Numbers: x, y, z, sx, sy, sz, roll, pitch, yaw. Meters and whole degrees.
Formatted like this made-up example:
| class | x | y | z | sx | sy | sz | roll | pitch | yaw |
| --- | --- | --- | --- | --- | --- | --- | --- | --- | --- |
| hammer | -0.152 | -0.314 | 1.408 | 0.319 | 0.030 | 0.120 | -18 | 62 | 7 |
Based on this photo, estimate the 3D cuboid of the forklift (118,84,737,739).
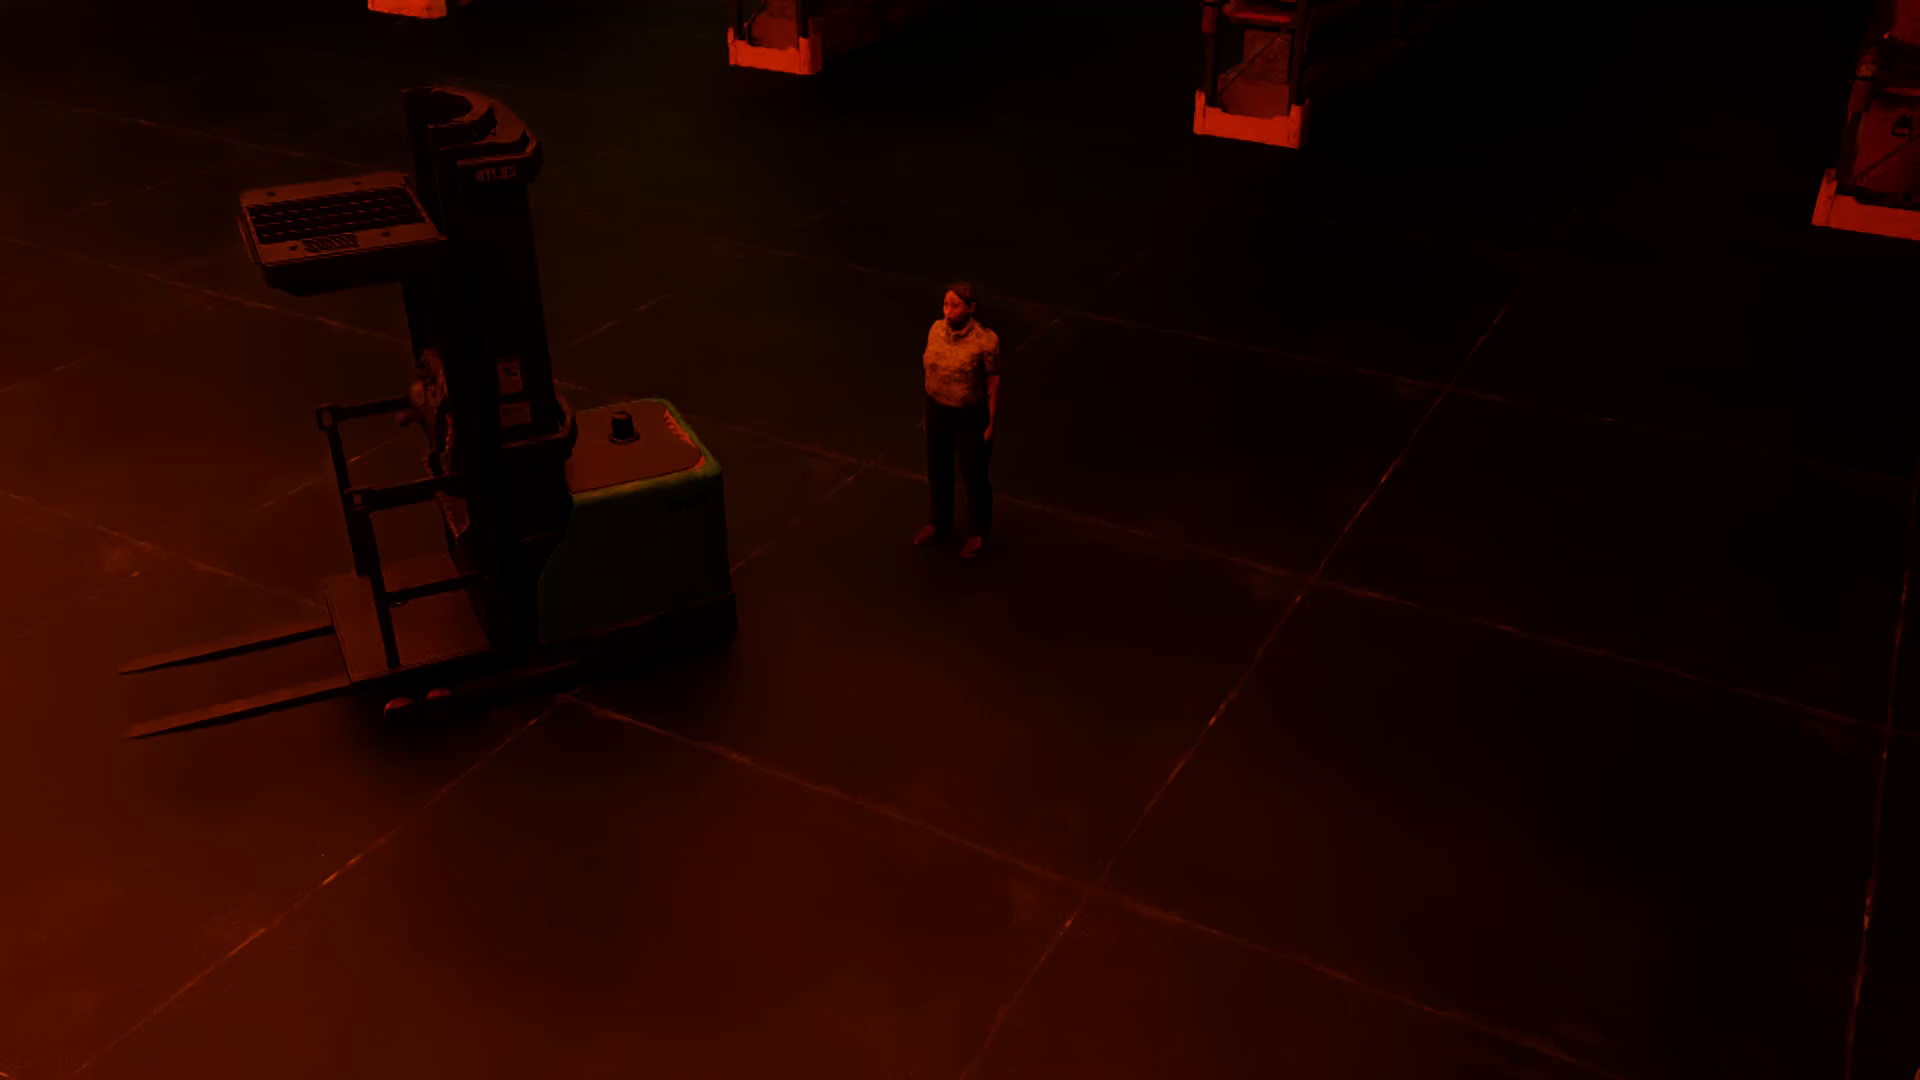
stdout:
| class | x | y | z | sx | sy | sz | roll | pitch | yaw |
| --- | --- | --- | --- | --- | --- | --- | --- | --- | --- |
| forklift | -2.769 | -0.614 | 8.135 | 3.031 | 2.935 | 1.130 | -14 | 33 | -22 |

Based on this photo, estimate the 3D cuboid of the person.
| class | x | y | z | sx | sy | sz | roll | pitch | yaw |
| --- | --- | --- | --- | --- | --- | --- | --- | --- | --- |
| person | -0.014 | -0.707 | 9.584 | 0.480 | 1.653 | 0.349 | 15 | 33 | 25 |
